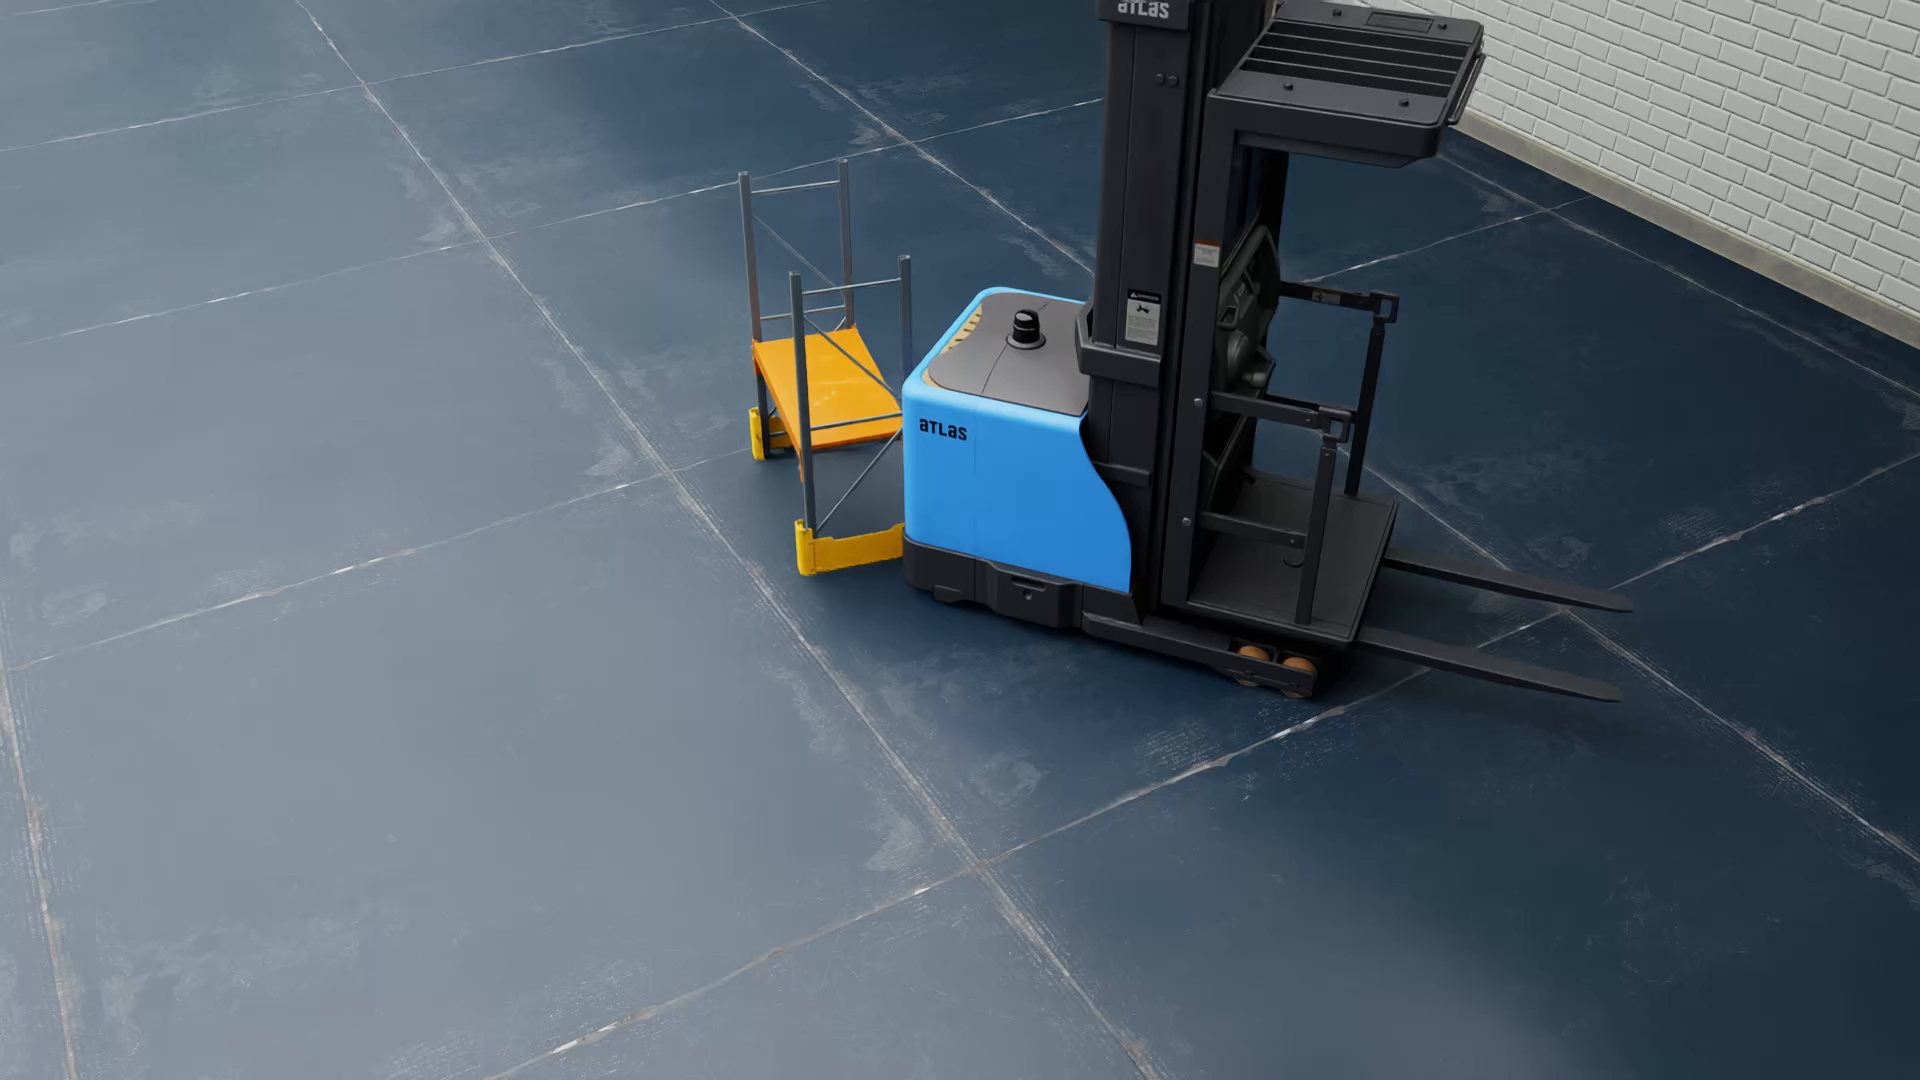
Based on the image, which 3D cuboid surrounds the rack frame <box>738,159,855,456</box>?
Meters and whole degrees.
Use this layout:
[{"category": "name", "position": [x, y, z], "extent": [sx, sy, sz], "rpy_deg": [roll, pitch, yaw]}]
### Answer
[{"category": "rack frame", "position": [-0.753, -1.080, 7.957], "extent": [0.500, 1.500, 0.032], "rpy_deg": [-11, 37, -14]}]

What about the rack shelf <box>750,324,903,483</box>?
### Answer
[{"category": "rack shelf", "position": [-0.599, -0.649, 7.672], "extent": [0.538, 0.185, 1.000], "rpy_deg": [-11, 37, -14]}]

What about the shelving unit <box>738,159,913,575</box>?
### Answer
[{"category": "shelving unit", "position": [-0.602, -0.799, 7.573], "extent": [0.587, 1.500, 1.083], "rpy_deg": [-11, 37, -14]}]

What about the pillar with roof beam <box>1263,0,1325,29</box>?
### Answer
[{"category": "pillar with roof beam", "position": [-1.201, -6.095, 8.466], "extent": [9.100, 9.000, 0.400], "rpy_deg": [-19, 40, -24]}]

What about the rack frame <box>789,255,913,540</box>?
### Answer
[{"category": "rack frame", "position": [-0.445, -0.509, 7.175], "extent": [0.500, 1.500, 0.032], "rpy_deg": [-11, 37, -14]}]

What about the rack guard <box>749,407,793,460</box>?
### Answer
[{"category": "rack guard", "position": [-0.753, -0.575, 8.325], "extent": [0.587, 0.250, 0.087], "rpy_deg": [-11, 37, -14]}]

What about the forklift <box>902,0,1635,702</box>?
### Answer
[{"category": "forklift", "position": [1.314, -0.890, 6.483], "extent": [3.031, 2.935, 1.130], "rpy_deg": [13, 38, 18]}]

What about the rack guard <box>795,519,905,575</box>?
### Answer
[{"category": "rack guard", "position": [-0.451, -0.015, 7.558], "extent": [0.587, 0.250, 0.087], "rpy_deg": [-11, 37, -14]}]
